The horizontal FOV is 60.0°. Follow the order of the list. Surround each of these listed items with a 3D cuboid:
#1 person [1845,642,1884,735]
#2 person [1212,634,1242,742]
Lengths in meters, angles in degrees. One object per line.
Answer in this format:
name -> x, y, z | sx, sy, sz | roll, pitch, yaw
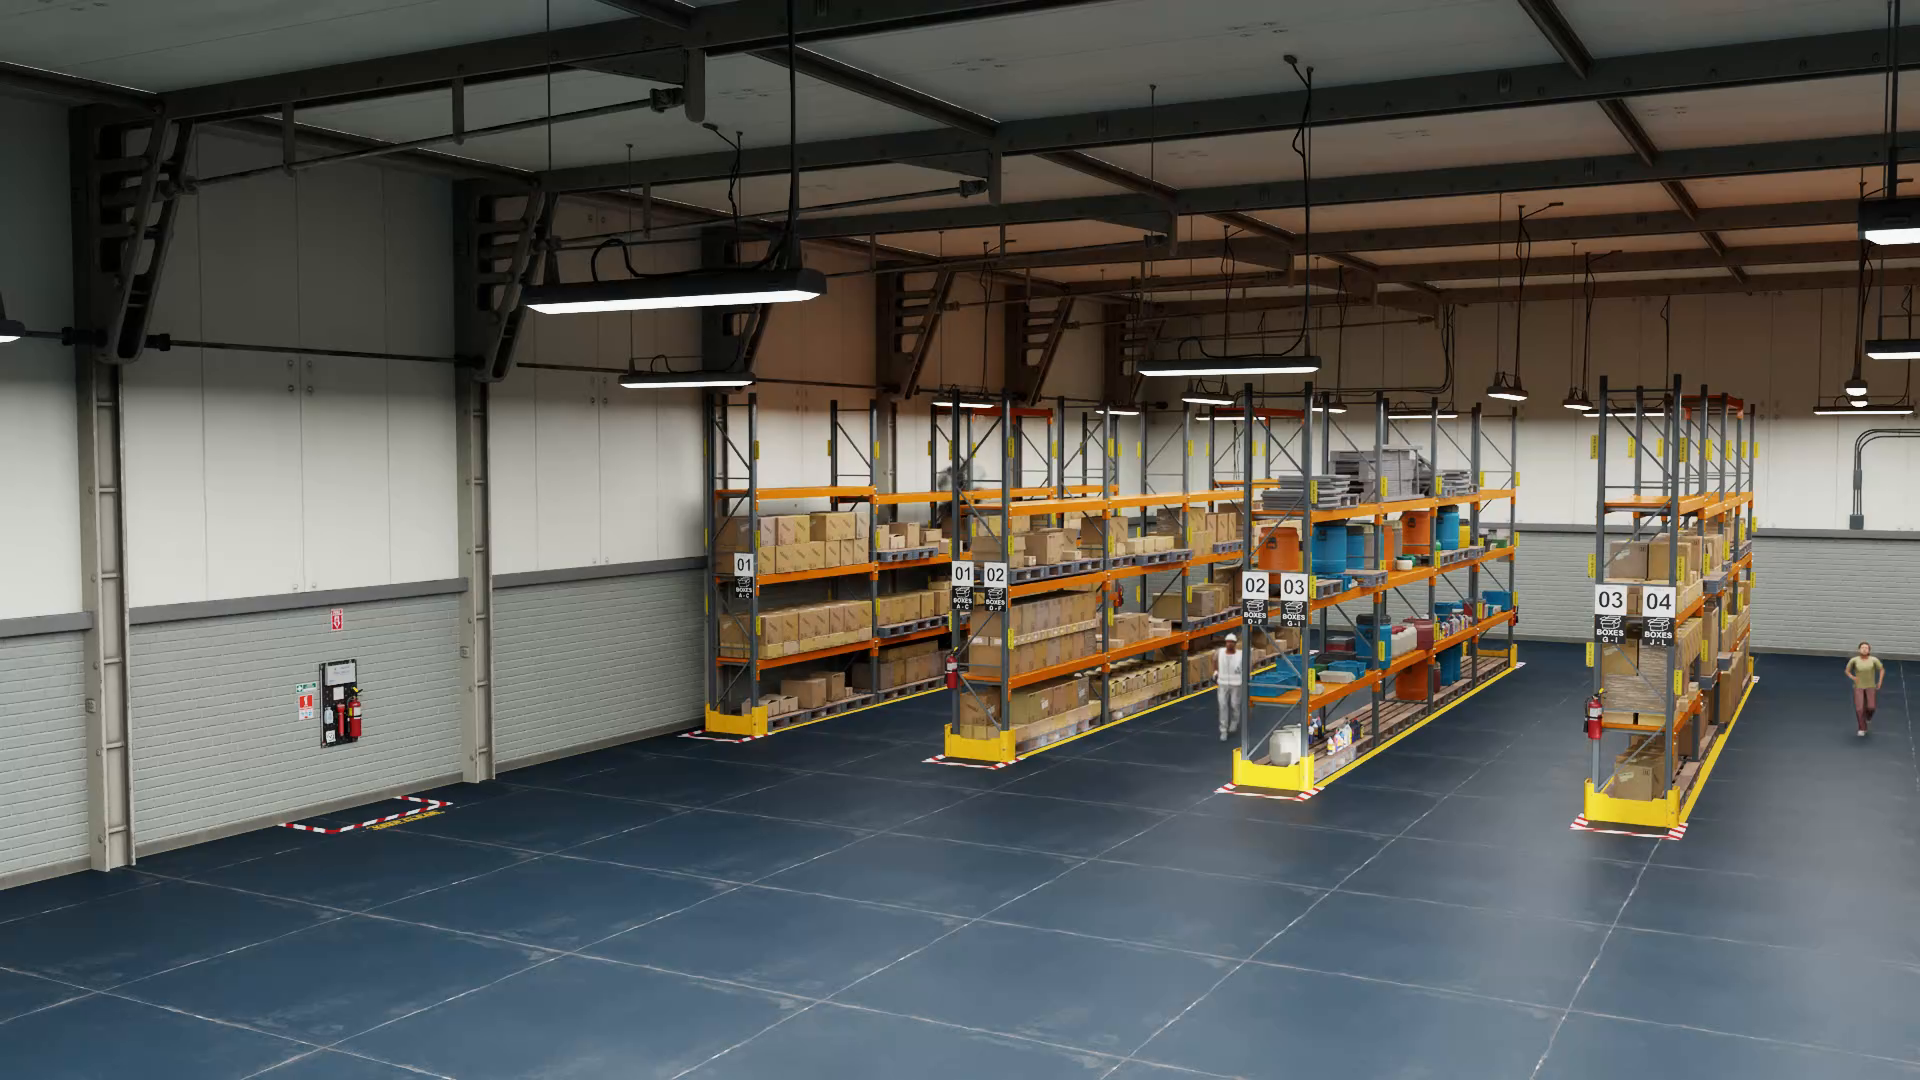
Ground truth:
person -> 15.892, 2.610, 29.224 | 0.617, 1.636, 0.560 | 2, 3, 26
person -> 4.705, 2.533, 28.916 | 0.675, 1.813, 0.953 | 1, 3, 14
